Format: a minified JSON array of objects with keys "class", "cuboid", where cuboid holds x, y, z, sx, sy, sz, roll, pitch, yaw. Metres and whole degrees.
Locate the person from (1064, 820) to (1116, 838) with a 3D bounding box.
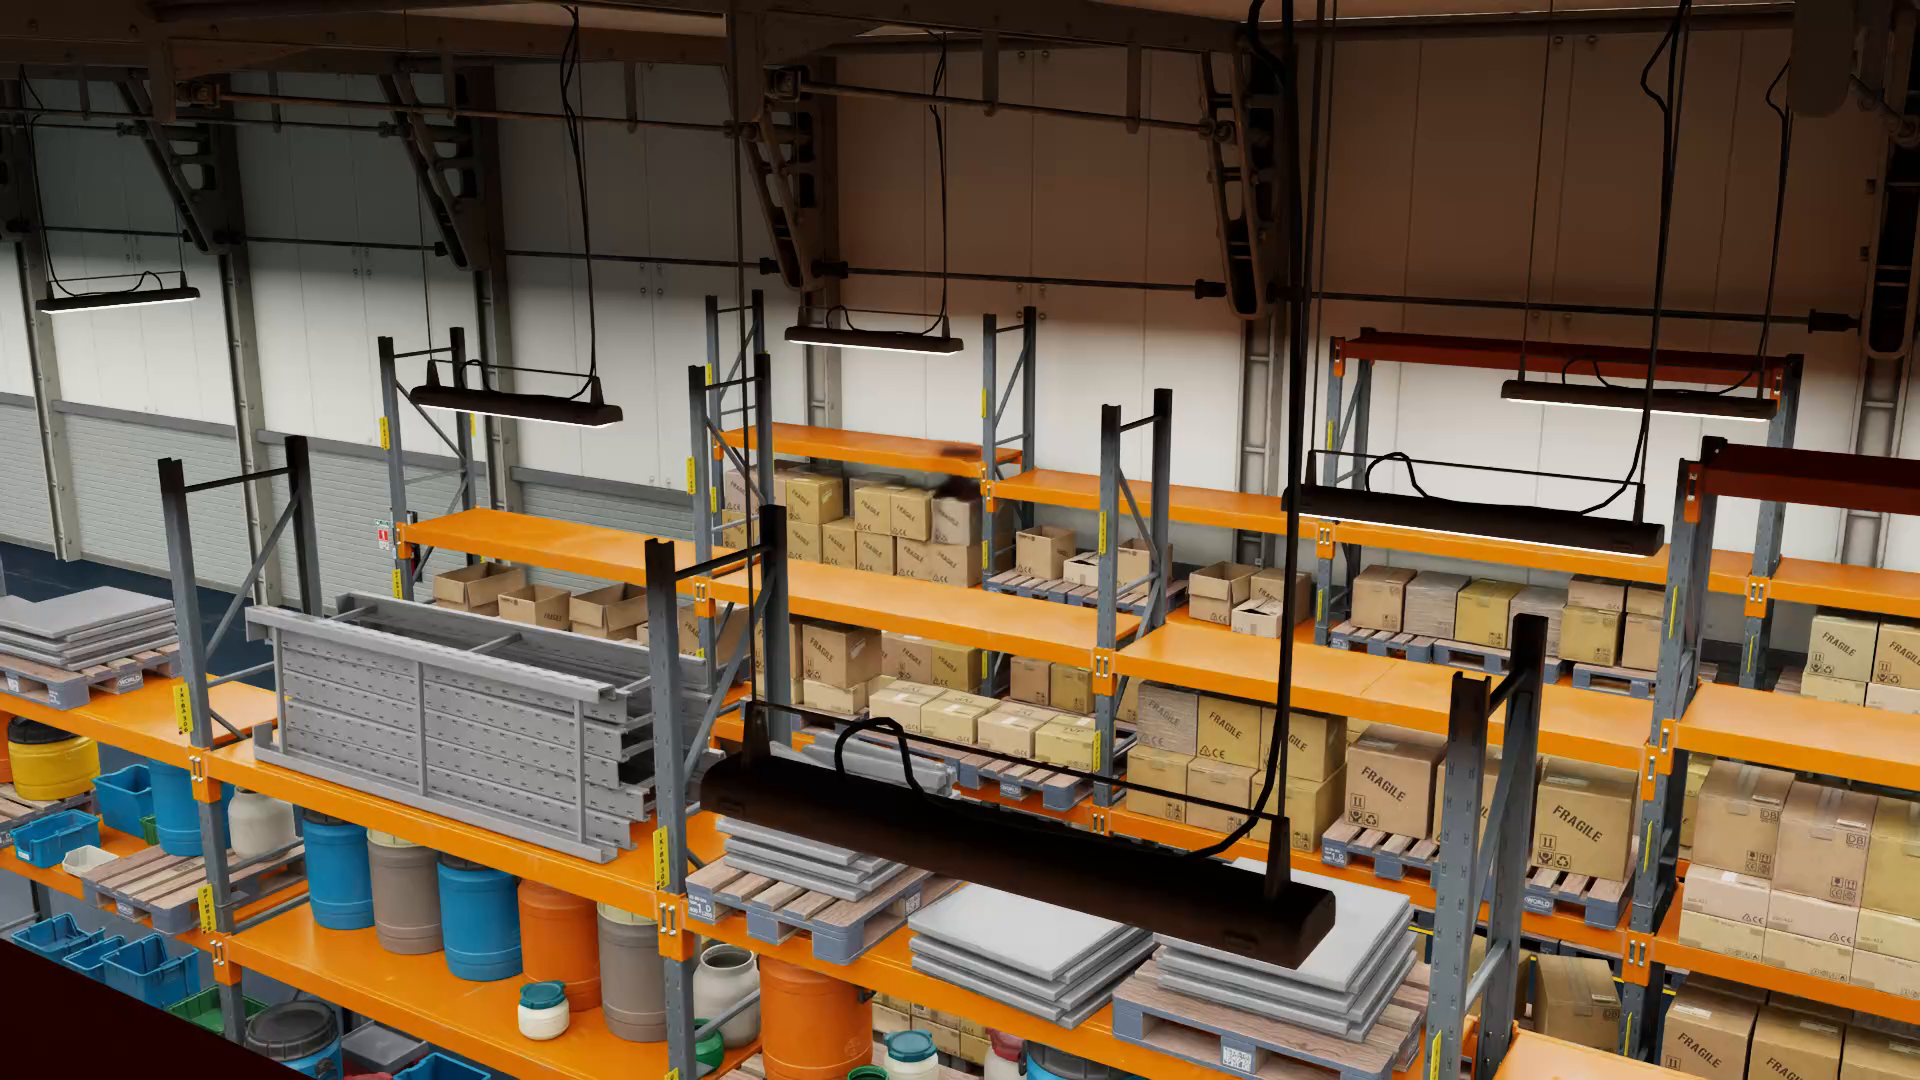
[{"class":"person","cuboid":[1.316,3.156,16.770,0.602,1.788,0.390,9,16,31]}]
